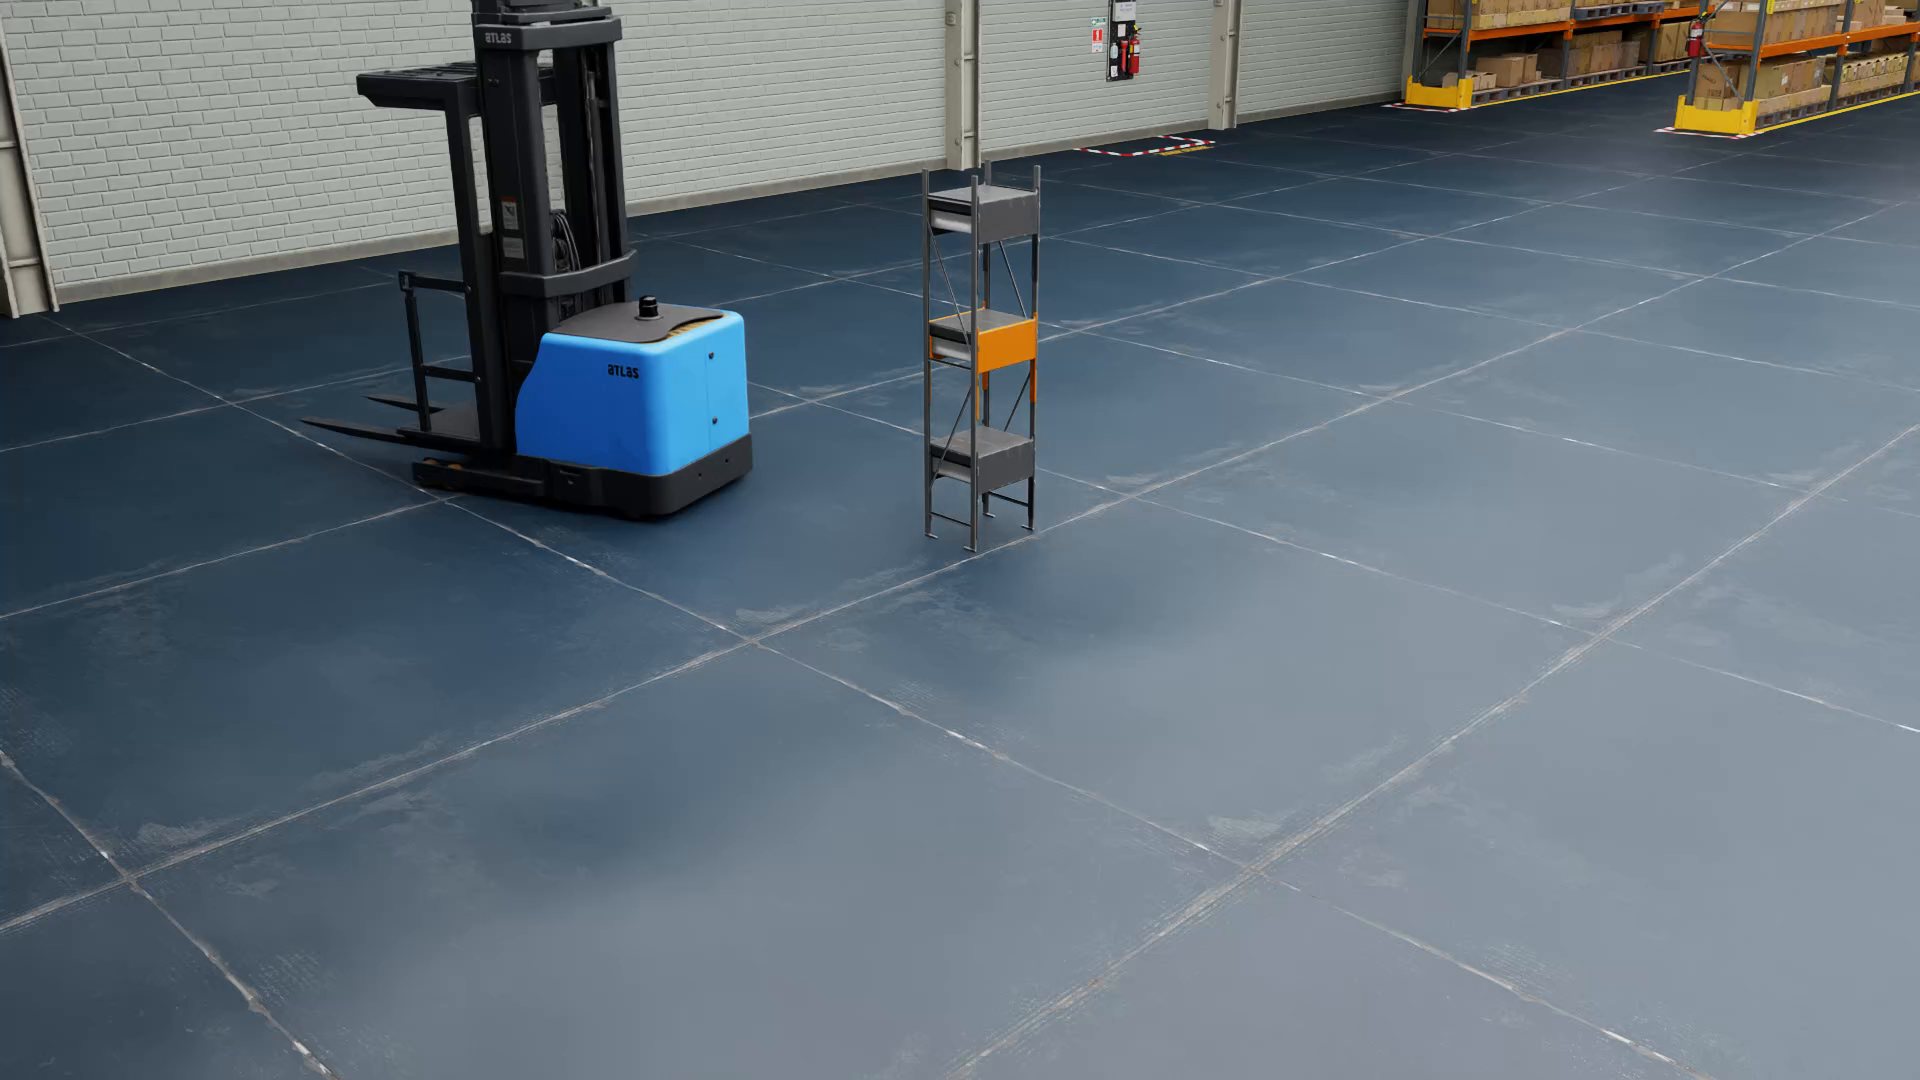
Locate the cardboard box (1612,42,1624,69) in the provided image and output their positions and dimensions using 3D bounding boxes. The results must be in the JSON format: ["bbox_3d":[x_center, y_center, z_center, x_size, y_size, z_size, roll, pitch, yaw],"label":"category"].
[{"bbox_3d":[13.222,-10.011,34.309,0.700,0.500,0.500,19,28,41],"label":"cardboard box"}]

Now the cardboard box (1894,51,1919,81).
[{"bbox_3d":[18.204,-9.119,31.989,0.500,0.500,0.500,-19,28,-40],"label":"cardboard box"}]

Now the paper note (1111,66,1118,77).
[{"bbox_3d":[2.308,-7.006,24.849,0.016,0.148,0.142,19,28,41],"label":"paper note"}]

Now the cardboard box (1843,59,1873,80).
[{"bbox_3d":[16.071,-8.485,29.936,0.500,0.311,0.500,18,27,39],"label":"cardboard box"}]

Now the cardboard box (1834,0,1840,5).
[{"bbox_3d":[14.681,-9.169,28.206,0.380,0.149,0.250,19,28,40],"label":"cardboard box"}]

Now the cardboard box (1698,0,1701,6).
[{"bbox_3d":[15.970,-11.720,36.209,0.380,0.149,0.250,18,28,39],"label":"cardboard box"}]

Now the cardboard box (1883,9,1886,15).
[{"bbox_3d":[16.919,-9.812,31.045,0.500,0.311,0.500,19,28,40],"label":"cardboard box"}]

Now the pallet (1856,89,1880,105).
[{"bbox_3d":[16.228,-8.219,30.664,1.003,0.211,1.213,19,28,41],"label":"pallet"}]

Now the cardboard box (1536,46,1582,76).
[{"bbox_3d":[11.841,-9.477,32.921,0.500,0.500,0.700,-19,28,-40],"label":"cardboard box"}]

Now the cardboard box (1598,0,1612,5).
[{"bbox_3d":[12.551,-10.938,33.100,0.500,0.500,0.700,-16,26,-35],"label":"cardboard box"}]

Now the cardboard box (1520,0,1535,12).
[{"bbox_3d":[10.166,-9.945,30.405,0.500,0.500,0.500,-19,28,-40],"label":"cardboard box"}]

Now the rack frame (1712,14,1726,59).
[{"bbox_3d":[16.920,-12.302,37.399,1.000,3.000,0.127,19,28,41],"label":"rack frame"}]

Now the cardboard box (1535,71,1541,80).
[{"bbox_3d":[10.988,-8.983,32.101,0.380,0.166,0.250,15,26,34],"label":"cardboard box"}]

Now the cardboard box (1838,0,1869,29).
[{"bbox_3d":[15.806,-9.382,29.663,0.500,0.500,0.500,-18,27,-38],"label":"cardboard box"}]

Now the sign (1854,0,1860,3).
[{"bbox_3d":[15.290,-9.309,28.296,0.100,0.325,0.005,19,28,41],"label":"sign"}]

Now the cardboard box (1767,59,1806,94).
[{"bbox_3d":[13.683,-7.708,27.649,0.500,0.500,0.500,19,28,41],"label":"cardboard box"}]

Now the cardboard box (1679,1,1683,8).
[{"bbox_3d":[15.216,-11.466,35.548,0.250,0.149,0.380,-19,28,-41],"label":"cardboard box"}]

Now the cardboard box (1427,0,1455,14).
[{"bbox_3d":[8.726,-9.681,29.716,0.500,0.500,0.500,19,28,40],"label":"cardboard box"}]

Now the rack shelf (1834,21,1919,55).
[{"bbox_3d":[16.286,-9.185,30.292,1.077,0.370,4.000,19,28,41],"label":"rack shelf"}]

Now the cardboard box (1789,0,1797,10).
[{"bbox_3d":[13.248,-8.640,26.830,0.380,0.149,0.250,18,27,39],"label":"cardboard box"}]

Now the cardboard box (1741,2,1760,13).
[{"bbox_3d":[12.529,-8.375,26.138,0.380,0.149,0.250,19,28,40],"label":"cardboard box"}]

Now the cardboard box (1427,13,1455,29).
[{"bbox_3d":[8.736,-9.325,29.836,0.500,0.250,0.500,-20,28,-41],"label":"cardboard box"}]

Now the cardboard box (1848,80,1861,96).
[{"bbox_3d":[15.708,-8.092,29.693,0.500,0.250,0.500,-19,28,-41],"label":"cardboard box"}]

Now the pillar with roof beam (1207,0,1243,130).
[{"bbox_3d":[7.316,-9.794,22.513,9.100,9.000,0.400,19,28,41],"label":"pillar with roof beam"}]

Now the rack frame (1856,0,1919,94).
[{"bbox_3d":[17.682,-10.035,31.501,1.000,3.000,0.127,19,28,41],"label":"rack frame"}]

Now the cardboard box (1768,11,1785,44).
[{"bbox_3d":[12.799,-8.278,26.791,0.500,0.500,0.700,-19,28,-41],"label":"cardboard box"}]

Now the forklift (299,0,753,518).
[{"bbox_3d":[-2.873,-1.836,10.266,3.031,2.935,1.130,10,23,23],"label":"forklift"}]

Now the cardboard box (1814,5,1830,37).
[{"bbox_3d":[14.223,-8.800,28.150,0.700,0.500,0.500,19,28,40],"label":"cardboard box"}]

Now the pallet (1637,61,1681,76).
[{"bbox_3d":[14.734,-10.156,35.702,1.003,0.211,1.213,19,28,41],"label":"pallet"}]

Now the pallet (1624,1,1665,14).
[{"bbox_3d":[13.709,-10.974,34.212,1.213,0.211,1.003,19,28,41],"label":"pallet"}]

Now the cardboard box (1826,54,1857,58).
[{"bbox_3d":[16.388,-8.880,30.963,0.500,0.311,0.500,18,28,39],"label":"cardboard box"}]

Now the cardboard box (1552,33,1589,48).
[{"bbox_3d":[12.146,-9.941,33.084,0.500,0.250,0.500,19,28,40],"label":"cardboard box"}]

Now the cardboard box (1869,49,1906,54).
[{"bbox_3d":[18.166,-9.372,32.649,0.500,0.500,0.500,-19,28,-40],"label":"cardboard box"}]

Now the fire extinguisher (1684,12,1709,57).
[{"bbox_3d":[11.686,-8.028,26.388,0.296,0.674,0.183,19,28,41],"label":"fire extinguisher"}]

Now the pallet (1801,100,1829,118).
[{"bbox_3d":[14.306,-7.511,28.821,1.003,0.211,1.213,19,28,41],"label":"pallet"}]

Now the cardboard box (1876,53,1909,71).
[{"bbox_3d":[17.493,-9.013,31.308,0.500,0.311,0.500,-19,28,-41],"label":"cardboard box"}]

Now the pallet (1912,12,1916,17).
[{"bbox_3d":[19.035,-10.446,32.839,1.003,0.211,1.213,19,28,41],"label":"pallet"}]

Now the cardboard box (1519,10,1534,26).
[{"bbox_3d":[10.183,-9.598,30.547,0.500,0.250,0.500,20,28,41],"label":"cardboard box"}]

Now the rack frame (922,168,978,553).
[{"bbox_3d":[-0.055,-0.960,9.145,0.400,2.100,0.015,19,28,41],"label":"rack frame"}]

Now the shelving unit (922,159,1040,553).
[{"bbox_3d":[0.115,-1.023,9.309,0.431,2.100,0.503,19,28,41],"label":"shelving unit"}]

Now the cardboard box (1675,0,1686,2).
[{"bbox_3d":[15.024,-11.661,35.152,0.500,0.500,0.500,-19,28,-40],"label":"cardboard box"}]

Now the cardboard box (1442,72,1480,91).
[{"bbox_3d":[9.096,-8.323,30.181,0.500,0.311,0.500,15,26,35],"label":"cardboard box"}]

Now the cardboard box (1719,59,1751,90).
[{"bbox_3d":[12.949,-7.714,27.665,0.500,0.500,0.500,19,28,41],"label":"cardboard box"}]

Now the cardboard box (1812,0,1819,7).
[{"bbox_3d":[13.968,-8.906,27.522,0.250,0.149,0.380,-19,28,-41],"label":"cardboard box"}]

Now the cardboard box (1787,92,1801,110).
[{"bbox_3d":[13.682,-7.358,27.784,0.500,0.250,0.500,19,28,41],"label":"cardboard box"}]

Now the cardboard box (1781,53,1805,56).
[{"bbox_3d":[14.343,-8.228,29.003,0.500,0.500,0.500,19,28,41],"label":"cardboard box"}]

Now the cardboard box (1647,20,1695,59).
[{"bbox_3d":[15.353,-10.846,36.022,0.750,0.750,0.750,19,28,40],"label":"cardboard box"}]

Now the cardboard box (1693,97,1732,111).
[{"bbox_3d":[12.263,-7.103,27.120,0.500,0.250,0.500,19,28,41],"label":"cardboard box"}]

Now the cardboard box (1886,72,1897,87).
[{"bbox_3d":[17.132,-8.617,31.061,0.500,0.250,0.500,19,28,40],"label":"cardboard box"}]
